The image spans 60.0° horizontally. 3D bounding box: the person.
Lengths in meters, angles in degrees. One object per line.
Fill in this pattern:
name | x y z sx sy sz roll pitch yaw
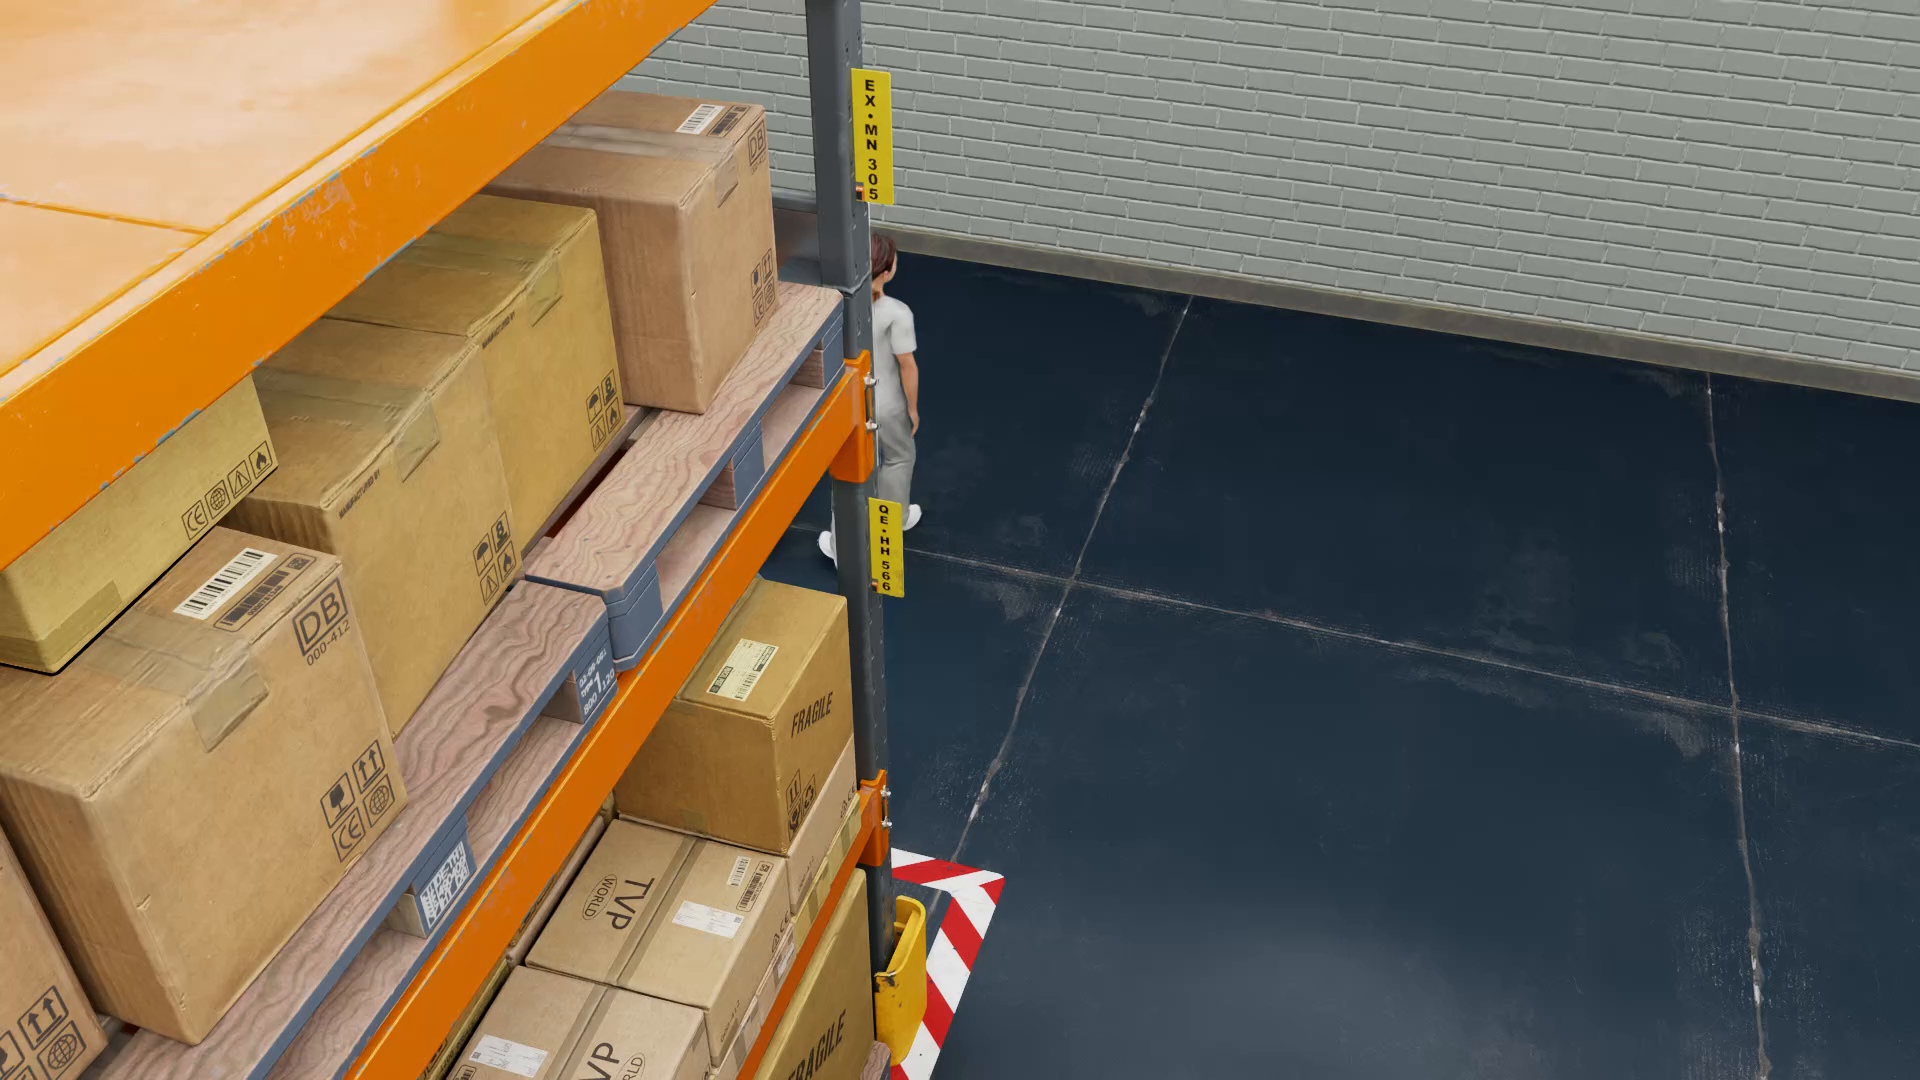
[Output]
person | -0.423 -0.646 7.749 0.499 1.663 0.596 10 38 13
